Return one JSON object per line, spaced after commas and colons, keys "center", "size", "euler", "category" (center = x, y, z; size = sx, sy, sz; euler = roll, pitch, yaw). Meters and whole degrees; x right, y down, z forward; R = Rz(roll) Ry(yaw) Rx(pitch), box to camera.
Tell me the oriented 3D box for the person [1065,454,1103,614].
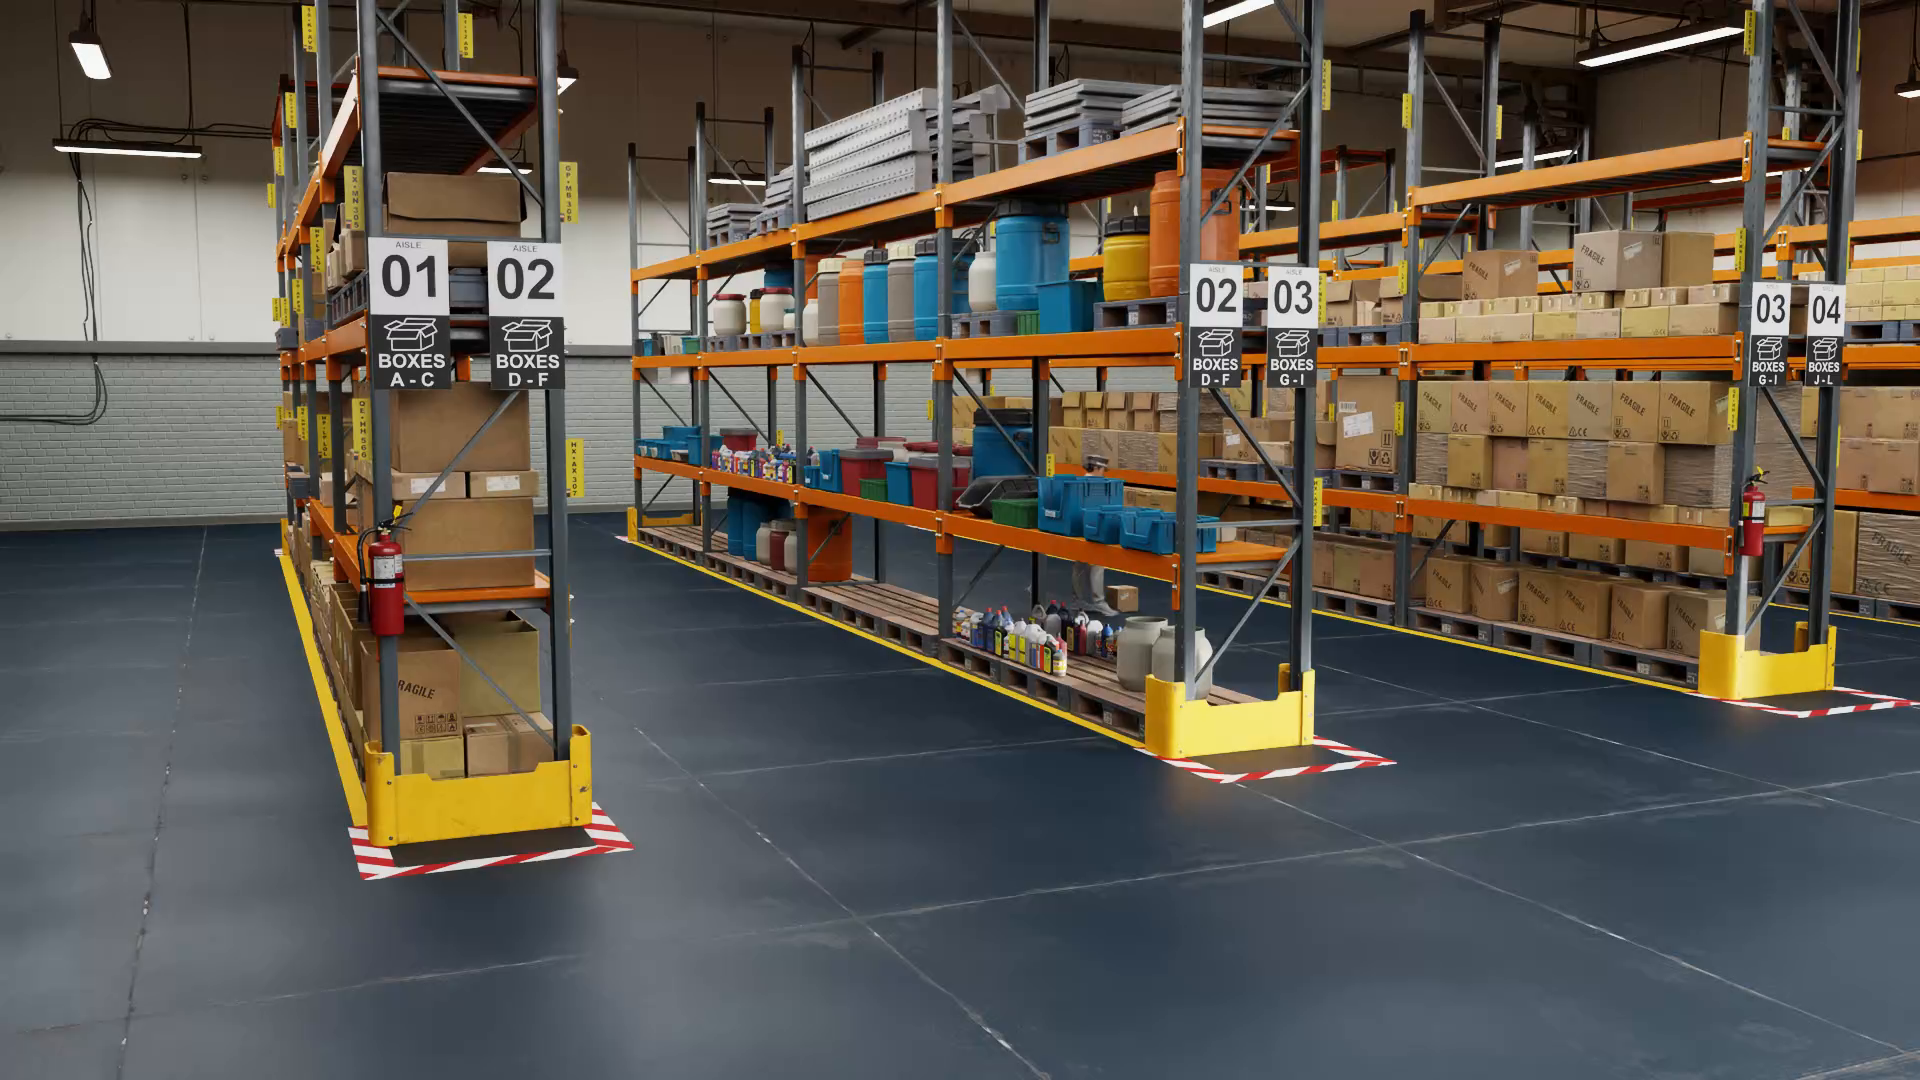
{"center": [1.301, -0.047, 17.570], "size": [0.354, 1.716, 0.468], "euler": [-2, 6, -23], "category": "person"}
